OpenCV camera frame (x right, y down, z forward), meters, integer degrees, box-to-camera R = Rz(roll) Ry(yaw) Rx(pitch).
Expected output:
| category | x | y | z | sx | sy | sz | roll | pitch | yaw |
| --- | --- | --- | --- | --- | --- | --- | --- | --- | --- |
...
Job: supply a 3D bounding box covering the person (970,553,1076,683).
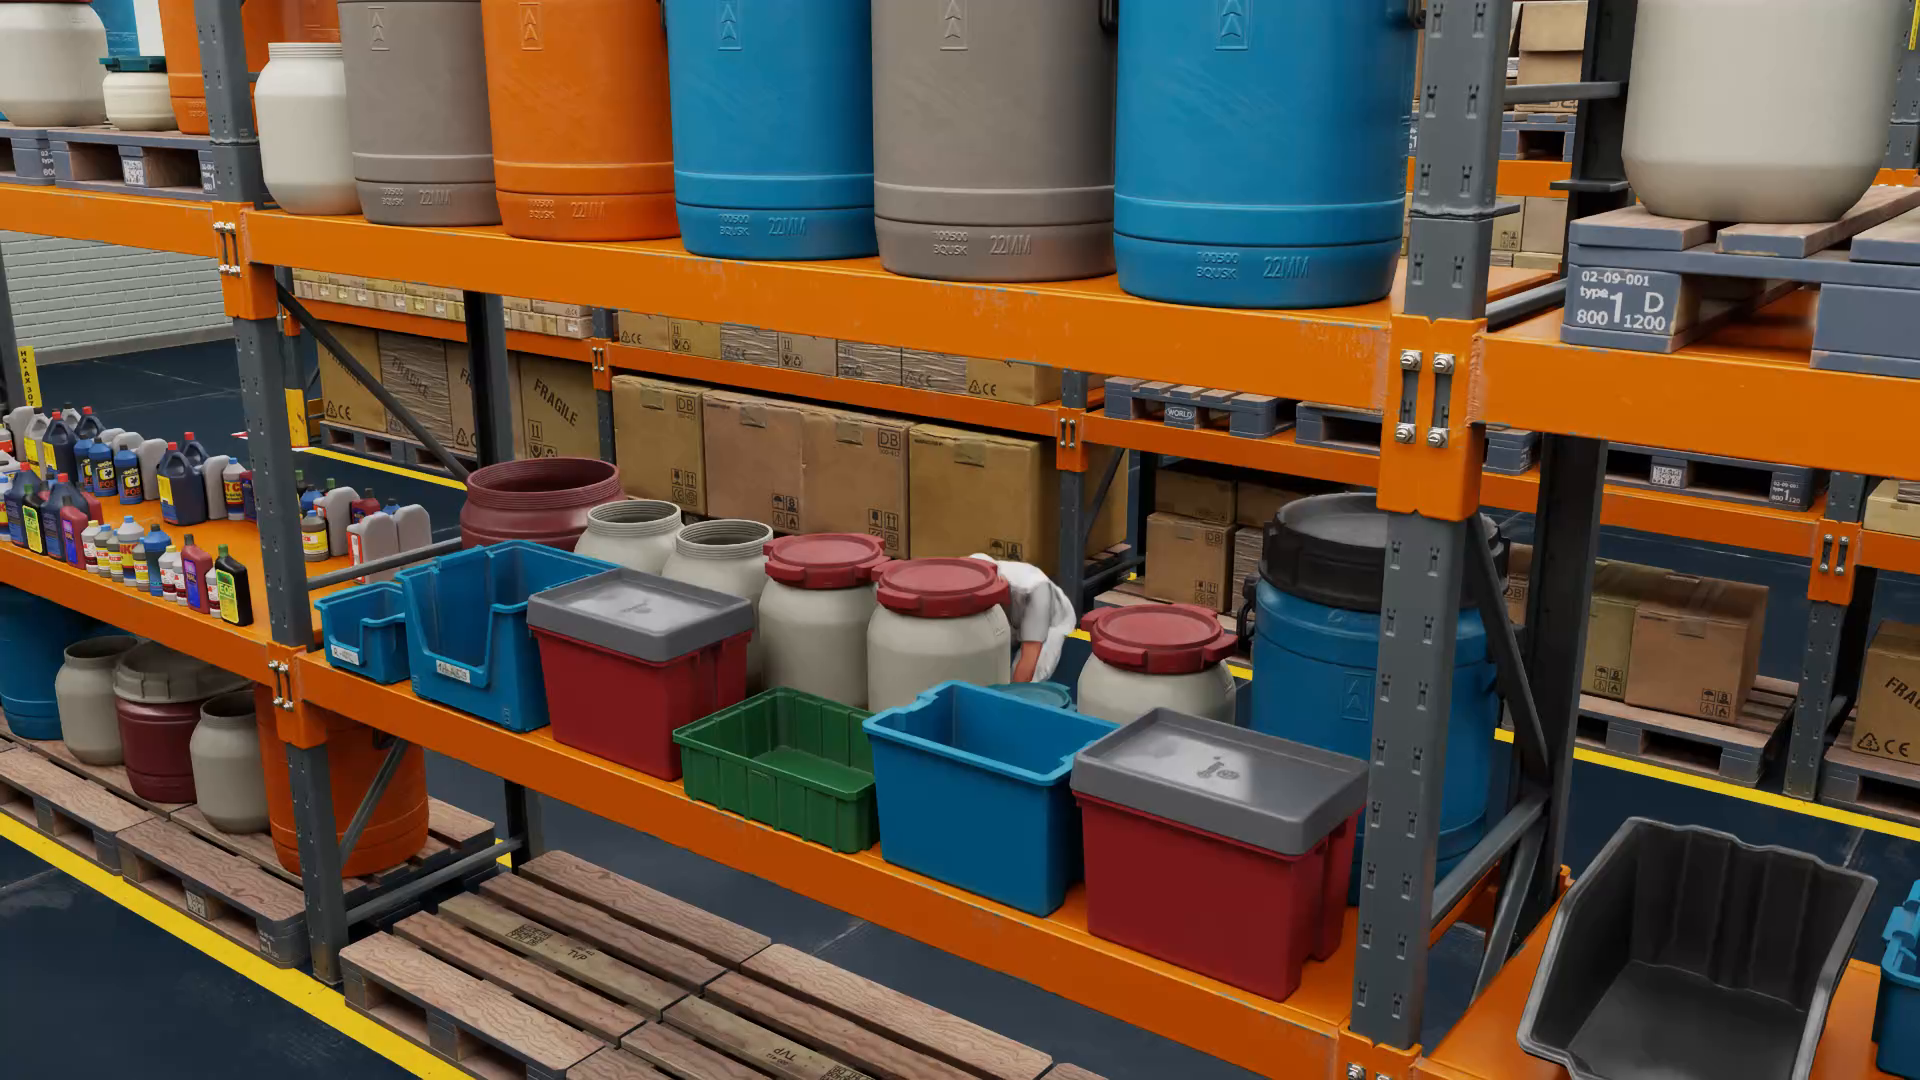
| category | x | y | z | sx | sy | sz | roll | pitch | yaw |
| --- | --- | --- | --- | --- | --- | --- | --- | --- | --- |
| person | 0.248 | 0.504 | 8.055 | 0.572 | 1.074 | 0.859 | 12 | 20 | 35 |
